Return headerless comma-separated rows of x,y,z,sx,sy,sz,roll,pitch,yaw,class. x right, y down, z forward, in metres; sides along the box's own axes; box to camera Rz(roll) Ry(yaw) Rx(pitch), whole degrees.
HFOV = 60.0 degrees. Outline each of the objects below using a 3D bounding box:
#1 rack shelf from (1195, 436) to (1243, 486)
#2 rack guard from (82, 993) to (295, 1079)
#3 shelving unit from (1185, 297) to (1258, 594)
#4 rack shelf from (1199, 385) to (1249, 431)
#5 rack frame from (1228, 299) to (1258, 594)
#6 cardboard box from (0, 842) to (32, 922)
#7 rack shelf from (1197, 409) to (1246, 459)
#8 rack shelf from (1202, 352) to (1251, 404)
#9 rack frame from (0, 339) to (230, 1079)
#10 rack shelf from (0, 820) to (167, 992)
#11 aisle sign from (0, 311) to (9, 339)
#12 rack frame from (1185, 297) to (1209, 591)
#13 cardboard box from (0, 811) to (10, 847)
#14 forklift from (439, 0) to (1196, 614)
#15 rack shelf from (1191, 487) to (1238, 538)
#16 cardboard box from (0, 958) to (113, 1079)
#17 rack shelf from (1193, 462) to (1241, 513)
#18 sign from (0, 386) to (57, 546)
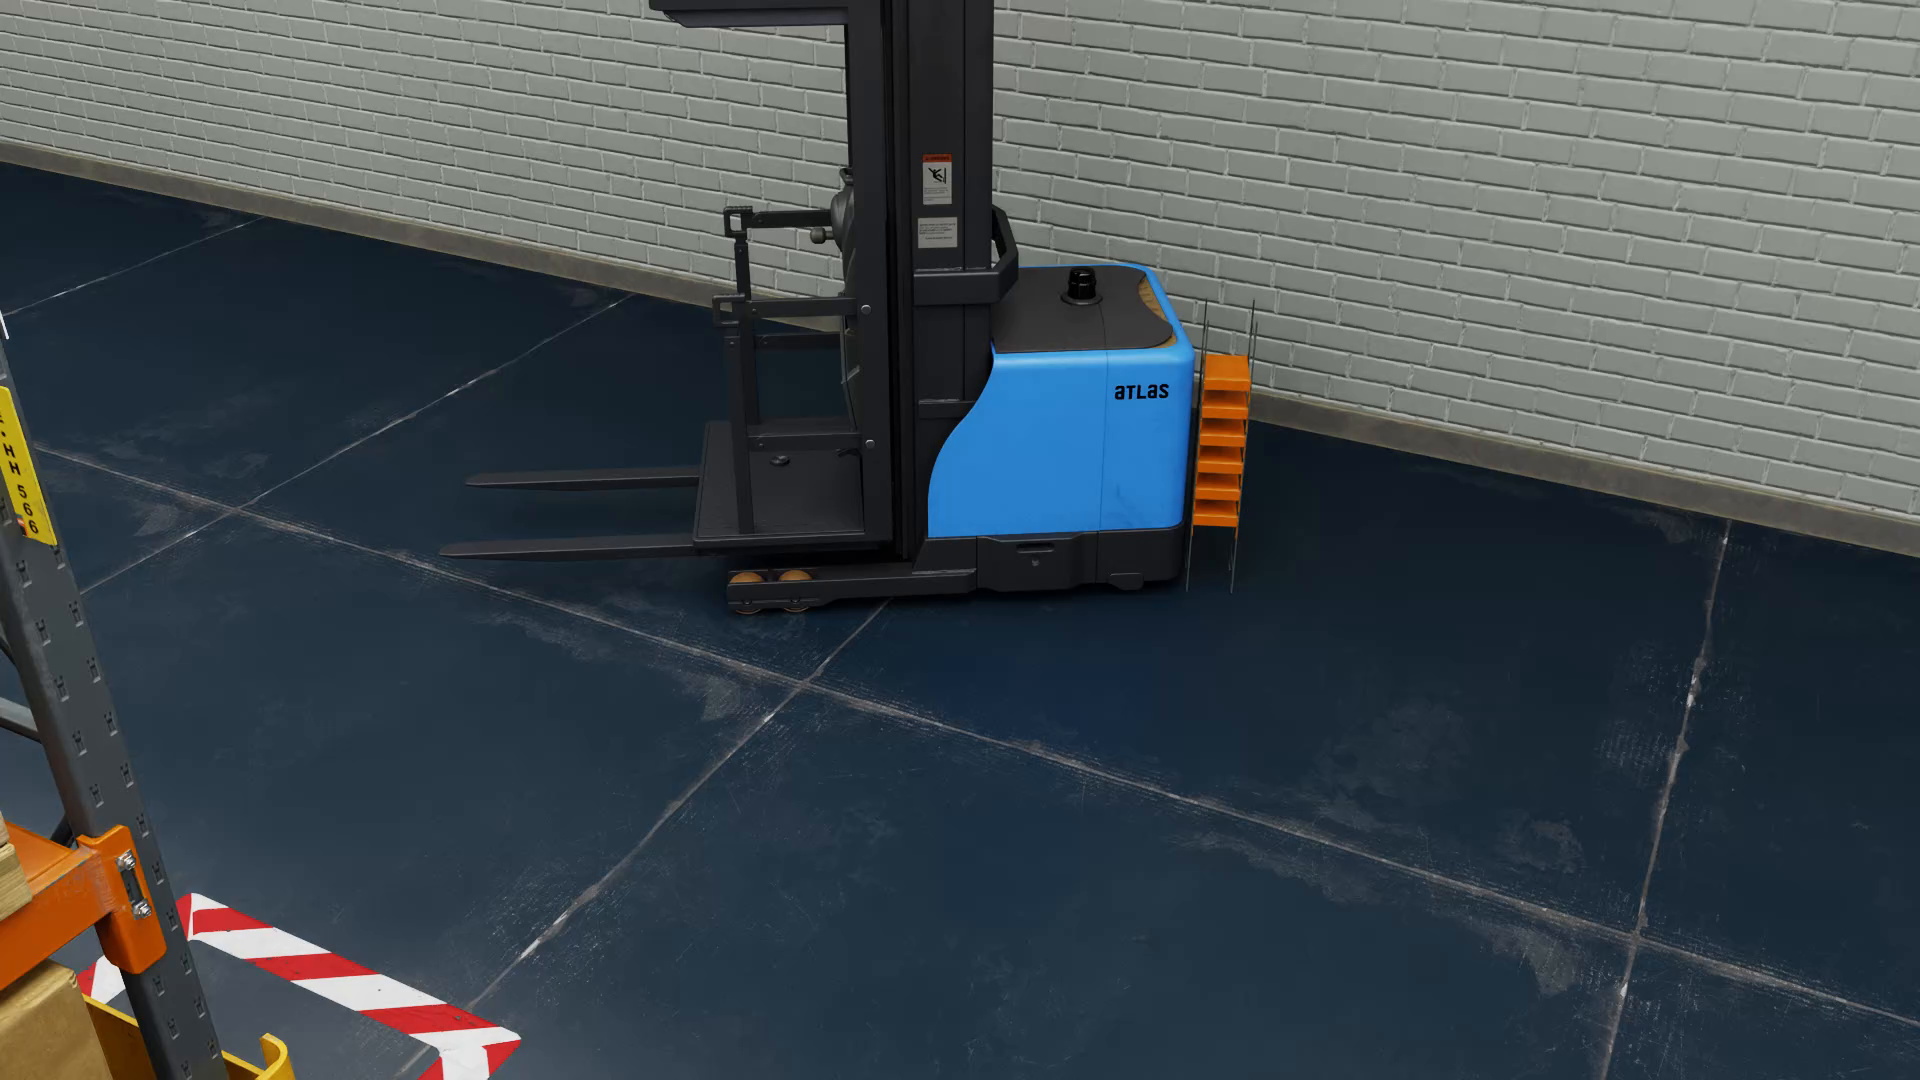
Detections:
1.041,-0.324,6.699,0.180,0.103,0.258,3,30,5,rack shelf
-2.218,1.408,4.296,1.175,0.500,0.348,14,33,23,rack guard
1.041,-0.363,6.677,0.189,1.200,0.258,3,30,5,shelving unit
1.041,-0.533,6.580,0.180,0.103,0.258,3,30,5,rack shelf
1.132,-0.358,6.669,0.006,1.200,0.240,3,30,5,rack frame
-2.098,0.676,3.313,0.380,0.149,0.250,15,33,24,cardboard box
1.041,-0.428,6.640,0.180,0.103,0.258,3,30,5,rack shelf
1.041,-0.637,6.520,0.180,0.103,0.258,3,30,5,rack shelf
-2.229,0.335,3.655,1.000,3.000,0.127,14,33,23,rack frame
-3.140,1.533,2.291,1.077,0.370,4.000,14,33,23,rack shelf
-1.929,-0.757,2.945,0.394,0.787,0.004,14,33,23,aisle sign
0.950,-0.367,6.685,0.006,1.200,0.240,3,30,5,rack frame
-2.214,0.546,3.140,0.500,0.250,0.500,14,33,23,cardboard box
-0.620,-1.246,6.476,3.031,2.935,1.130,-2,30,-4,forklift
1.041,-0.116,6.819,0.180,0.103,0.258,3,30,5,rack shelf
-2.450,1.376,3.554,0.875,0.875,0.875,14,33,23,cardboard box
1.041,-0.220,6.759,0.180,0.103,0.258,3,30,5,rack shelf
-1.753,-0.141,3.083,0.100,0.325,0.005,14,33,23,sign
